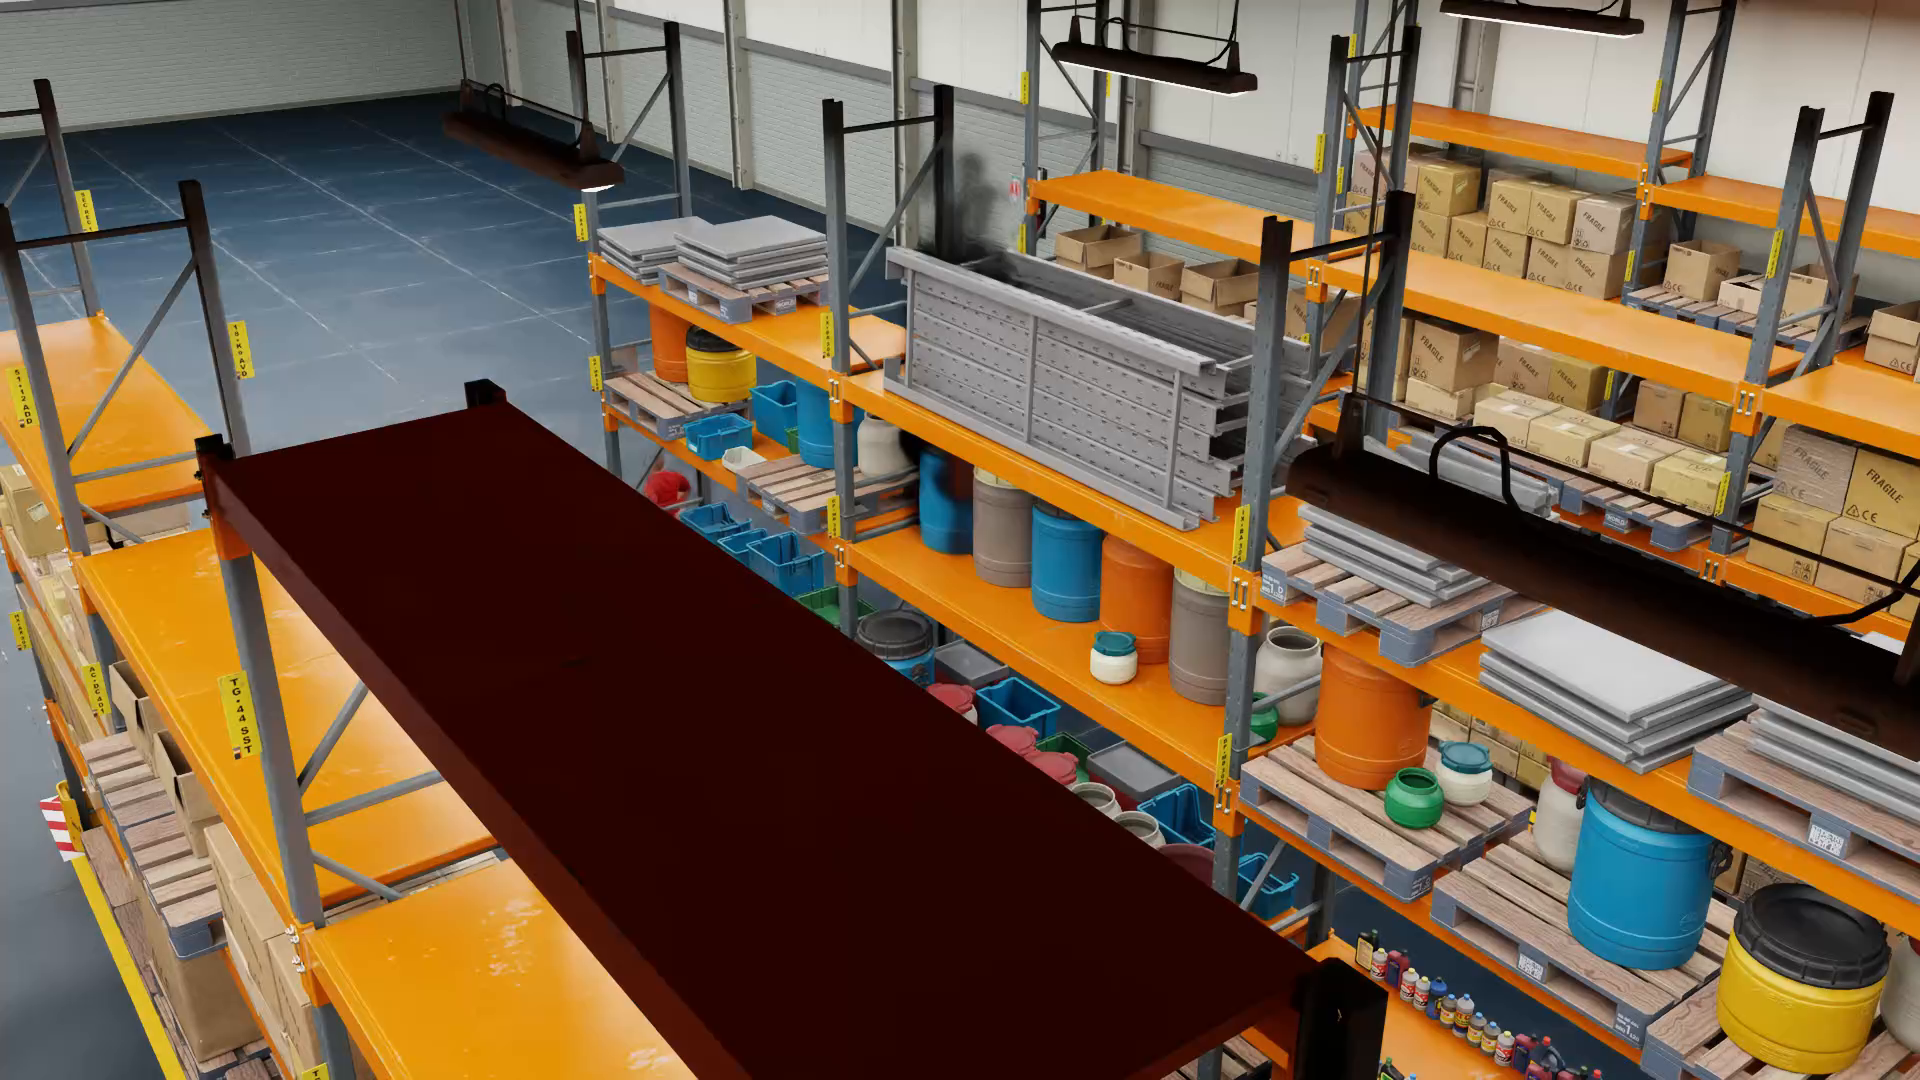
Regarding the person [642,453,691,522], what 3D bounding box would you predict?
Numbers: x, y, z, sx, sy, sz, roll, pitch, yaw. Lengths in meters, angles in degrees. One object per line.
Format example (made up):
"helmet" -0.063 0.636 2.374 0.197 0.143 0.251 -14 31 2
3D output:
"person" -3.007 -0.110 17.274 0.736 1.737 0.898 11 27 22
